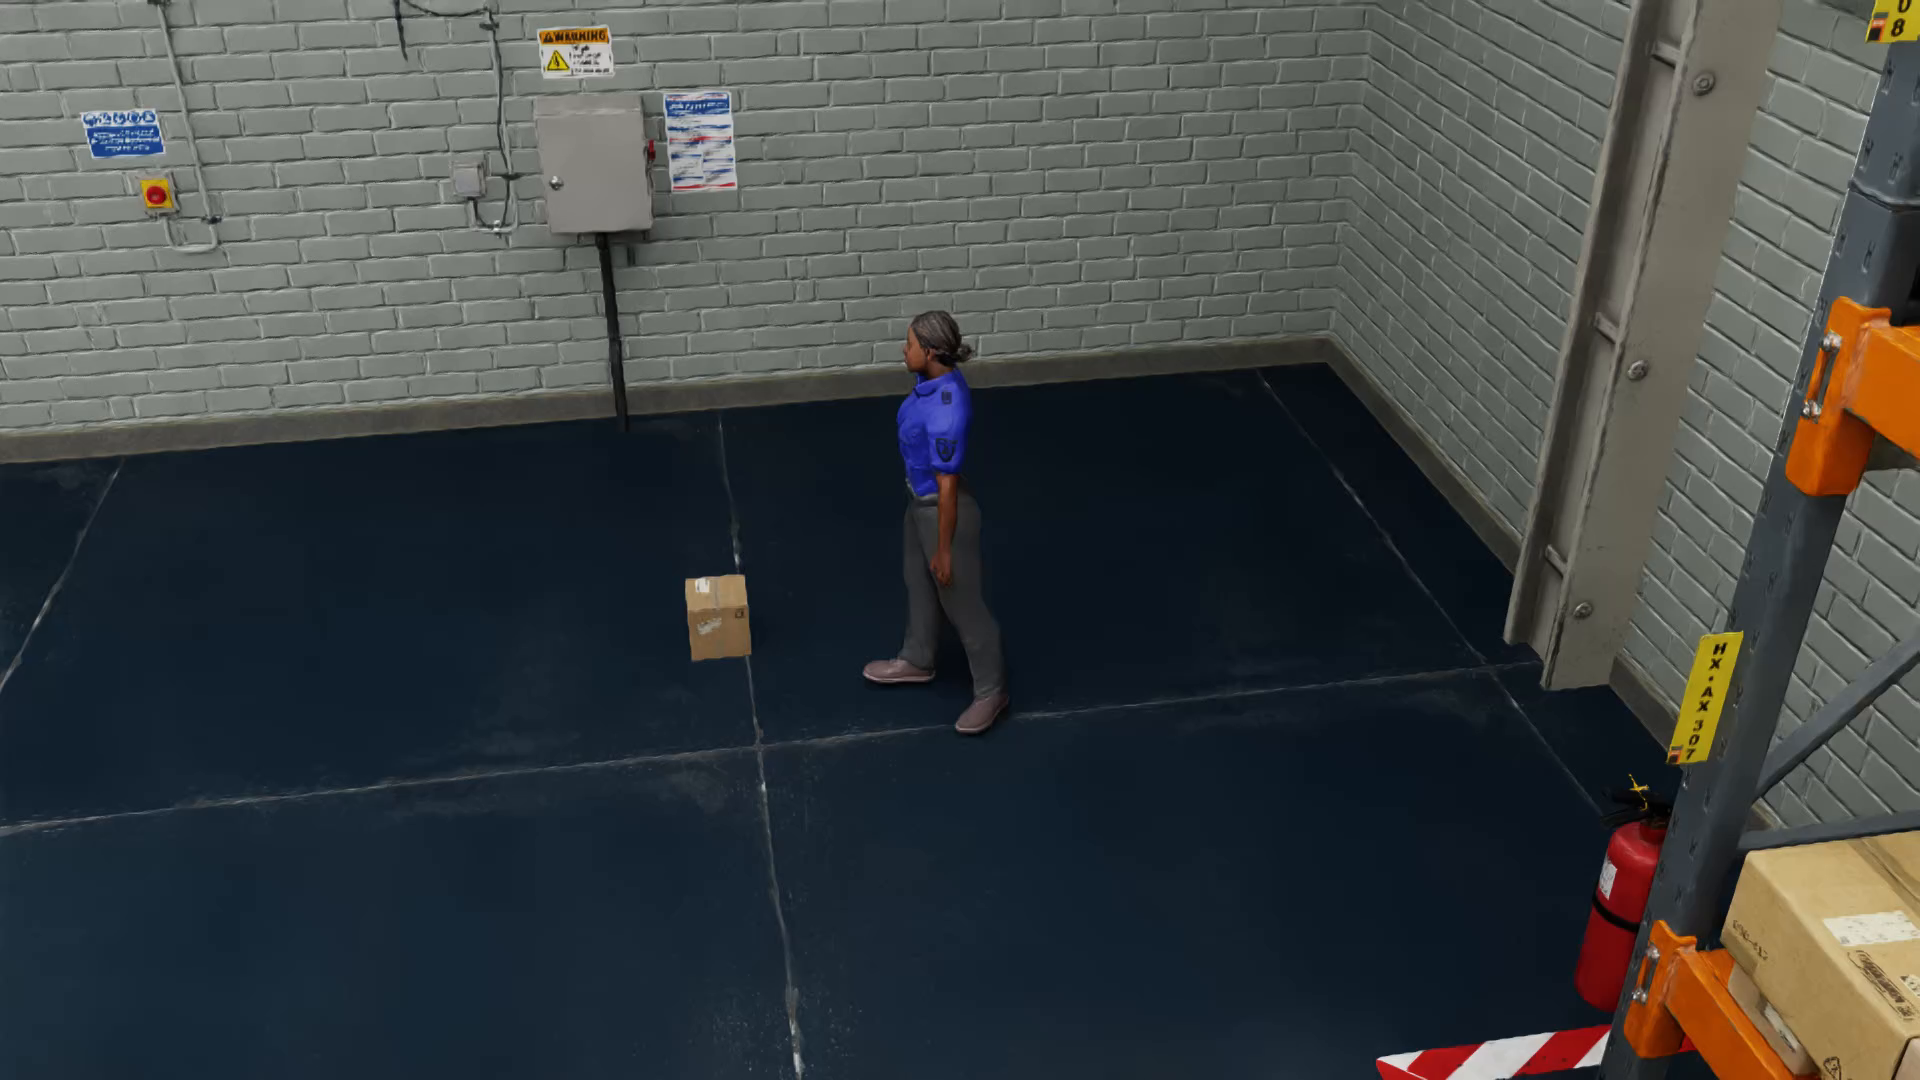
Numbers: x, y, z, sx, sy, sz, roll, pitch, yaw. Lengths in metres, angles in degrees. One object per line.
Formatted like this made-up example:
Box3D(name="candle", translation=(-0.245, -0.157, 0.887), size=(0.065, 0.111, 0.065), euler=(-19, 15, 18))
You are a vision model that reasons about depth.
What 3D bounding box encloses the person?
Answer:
Box3D(name="person", translation=(-0.100, -0.104, 6.281), size=(0.566, 1.646, 0.648), euler=(-4, 31, -6))
